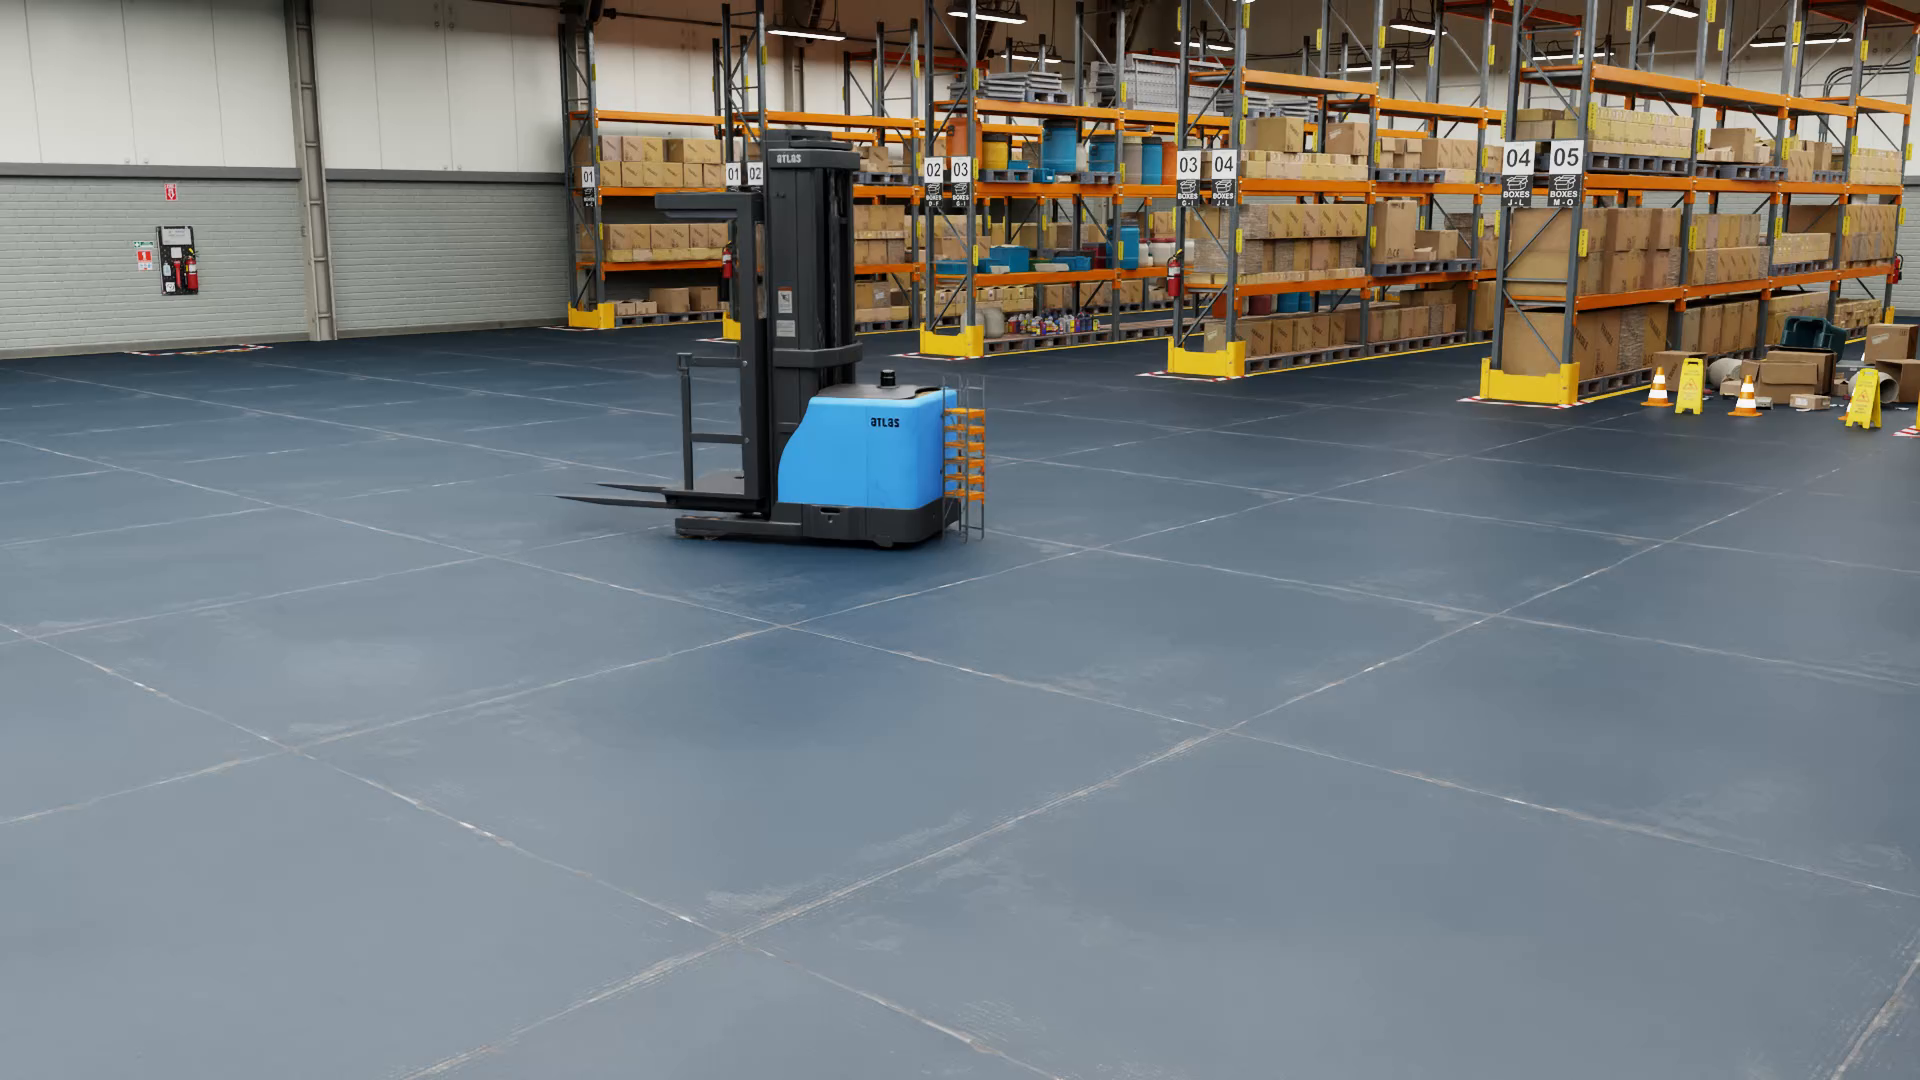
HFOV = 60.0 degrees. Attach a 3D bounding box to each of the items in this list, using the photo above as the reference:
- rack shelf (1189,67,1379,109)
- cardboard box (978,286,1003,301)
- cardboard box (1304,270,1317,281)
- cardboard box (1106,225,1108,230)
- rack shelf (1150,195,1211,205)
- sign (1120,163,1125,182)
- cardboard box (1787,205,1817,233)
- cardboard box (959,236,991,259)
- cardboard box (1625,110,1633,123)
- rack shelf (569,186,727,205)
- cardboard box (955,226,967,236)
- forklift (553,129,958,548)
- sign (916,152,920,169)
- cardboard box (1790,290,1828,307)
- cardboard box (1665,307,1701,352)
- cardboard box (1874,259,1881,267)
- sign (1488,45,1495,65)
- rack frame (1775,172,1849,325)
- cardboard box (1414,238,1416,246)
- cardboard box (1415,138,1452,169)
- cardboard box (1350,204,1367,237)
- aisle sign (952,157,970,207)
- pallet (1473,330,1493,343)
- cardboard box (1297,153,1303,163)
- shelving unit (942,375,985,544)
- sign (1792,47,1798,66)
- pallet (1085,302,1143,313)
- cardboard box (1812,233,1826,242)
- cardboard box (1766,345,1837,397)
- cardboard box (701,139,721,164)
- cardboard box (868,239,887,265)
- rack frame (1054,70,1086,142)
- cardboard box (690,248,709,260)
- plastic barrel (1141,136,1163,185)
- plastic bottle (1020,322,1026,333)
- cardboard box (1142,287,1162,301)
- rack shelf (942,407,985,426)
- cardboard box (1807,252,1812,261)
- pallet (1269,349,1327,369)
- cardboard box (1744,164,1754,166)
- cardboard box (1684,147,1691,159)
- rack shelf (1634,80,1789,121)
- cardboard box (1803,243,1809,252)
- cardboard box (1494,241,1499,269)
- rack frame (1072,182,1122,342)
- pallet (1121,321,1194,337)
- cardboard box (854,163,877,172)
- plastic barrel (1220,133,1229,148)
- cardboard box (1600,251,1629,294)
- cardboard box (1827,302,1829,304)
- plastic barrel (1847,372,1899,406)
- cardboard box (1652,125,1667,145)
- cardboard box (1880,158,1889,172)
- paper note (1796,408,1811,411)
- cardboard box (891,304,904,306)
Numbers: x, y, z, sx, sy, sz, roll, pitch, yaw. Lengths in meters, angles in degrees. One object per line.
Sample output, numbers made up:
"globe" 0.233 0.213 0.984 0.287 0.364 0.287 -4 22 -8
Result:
"rack shelf" 4.882 -6.789 25.072 1.077 0.370 4.000 10 15 40
"cardboard box" 0.570 -5.238 35.295 0.500 0.311 0.500 10 15 40
"cardboard box" 5.280 -4.084 25.642 0.380 0.149 0.250 10 15 40
"cardboard box" 3.158 -7.059 38.567 0.500 0.500 0.700 -9 15 -39
"rack shelf" 5.365 -8.367 40.620 1.077 0.370 4.000 10 15 40
"sign" 2.888 -6.539 29.609 0.100 0.325 0.005 10 15 40
"cardboard box" 15.250 -5.806 30.054 0.500 0.500 0.500 9 14 38
"cardboard box" 0.309 -6.166 35.167 0.500 0.500 0.500 9 14 37
"cardboard box" 8.352 -5.402 21.220 0.380 0.149 0.250 9 15 39
"rack shelf" -6.280 -7.241 34.984 1.077 0.370 4.000 10 15 40
"cardboard box" -0.124 -7.622 41.648 0.500 0.500 0.500 10 15 41
"forklift" -1.587 -1.530 12.387 3.031 2.935 1.130 4 12 17
"sign" -0.818 -7.469 32.767 0.100 0.325 0.005 10 15 40
"cardboard box" 14.841 -4.222 29.088 0.500 0.250 0.500 9 15 39
"cardboard box" 10.204 -3.045 24.471 1.050 0.750 0.750 10 15 40
"cardboard box" 17.283 -5.286 31.661 0.380 0.149 0.250 10 15 42
"sign" 9.257 -8.454 28.977 0.100 0.325 0.005 10 15 40
"rack frame" 15.143 -5.017 29.670 1.000 3.000 0.127 10 15 40
"cardboard box" 7.278 -5.019 28.347 0.637 0.503 0.797 -10 15 -42
"cardboard box" 8.047 -6.599 28.403 0.500 0.500 0.500 10 15 41
"cardboard box" 6.112 -5.079 26.415 0.500 0.500 0.500 10 15 40
"aisle sign" 0.014 -5.774 26.824 0.394 0.787 0.004 10 15 40
"pallet" 9.420 -3.823 30.813 1.003 0.211 1.213 10 15 40
"cardboard box" 4.932 -5.740 25.000 0.380 0.149 0.250 10 15 40
"shelving unit" 0.026 -0.585 12.075 0.258 1.200 0.189 9 15 39
"sign" 14.747 -8.528 29.348 0.100 0.325 0.005 10 15 40
"pallet" 3.536 -5.462 39.020 1.003 0.211 1.213 10 15 40
"cardboard box" 14.847 -5.267 28.974 0.380 0.149 0.250 9 15 39
"cardboard box" 10.875 -2.193 21.558 0.797 0.637 0.503 10 15 40
"cardboard box" -5.443 -8.246 35.320 0.500 0.500 0.500 11 16 43
"cardboard box" -1.868 -5.682 32.744 0.700 0.500 0.500 10 15 40
"rack frame" 2.962 -11.124 44.933 1.000 3.000 0.127 10 15 40
"cardboard box" -5.700 -6.096 35.406 0.500 0.250 0.500 10 15 40
"plastic barrel" 3.518 -7.148 31.404 0.600 0.901 0.708 10 15 40
"plastic bottle" 1.109 -3.759 29.392 0.097 0.201 0.097 0 11 0
"cardboard box" 4.484 -5.885 39.760 0.500 0.311 0.500 10 15 40
"rack shelf" 0.026 -0.894 12.013 0.258 0.103 0.180 9 15 39
"cardboard box" 14.347 -4.862 28.465 0.380 0.149 0.250 9 14 38
"pallet" 4.981 -2.845 25.914 1.003 0.211 1.213 10 15 40
"cardboard box" 12.688 -6.065 27.005 0.500 0.500 0.500 10 15 40
"cardboard box" 9.861 -5.347 22.981 0.380 0.149 0.250 10 15 40
"rack shelf" 11.182 -6.527 24.772 1.077 0.370 4.000 10 15 40
"cardboard box" 14.161 -4.967 28.230 0.380 0.149 0.250 10 15 41
"cardboard box" 9.707 -5.246 30.562 0.500 0.500 0.500 9 15 39
"rack frame" 2.482 -5.136 30.268 1.000 3.000 0.127 10 15 40
"pallet" 3.777 -4.070 32.047 1.003 0.211 1.213 10 15 40
"cardboard box" -1.827 -7.187 32.088 0.380 0.149 0.250 10 15 40
"plastic barrel" 5.499 -7.695 33.254 0.600 0.830 0.708 10 15 40
"cardboard box" 8.243 -3.535 21.869 0.875 0.550 0.550 10 15 40
"cardboard box" 16.234 -4.426 31.401 0.380 0.149 0.250 10 15 40
"plastic barrel" 11.232 -1.862 20.454 0.421 0.421 0.512 -2 11 -9
"cardboard box" 9.064 -5.385 22.149 0.500 0.250 0.500 10 15 40
"cardboard box" 16.993 -6.997 31.031 0.500 0.250 0.500 10 15 41
"paper note" 10.135 -1.566 19.976 0.148 0.019 0.142 4 12 21
"cardboard box" -1.180 -4.733 34.198 0.500 0.250 0.500 10 15 40
